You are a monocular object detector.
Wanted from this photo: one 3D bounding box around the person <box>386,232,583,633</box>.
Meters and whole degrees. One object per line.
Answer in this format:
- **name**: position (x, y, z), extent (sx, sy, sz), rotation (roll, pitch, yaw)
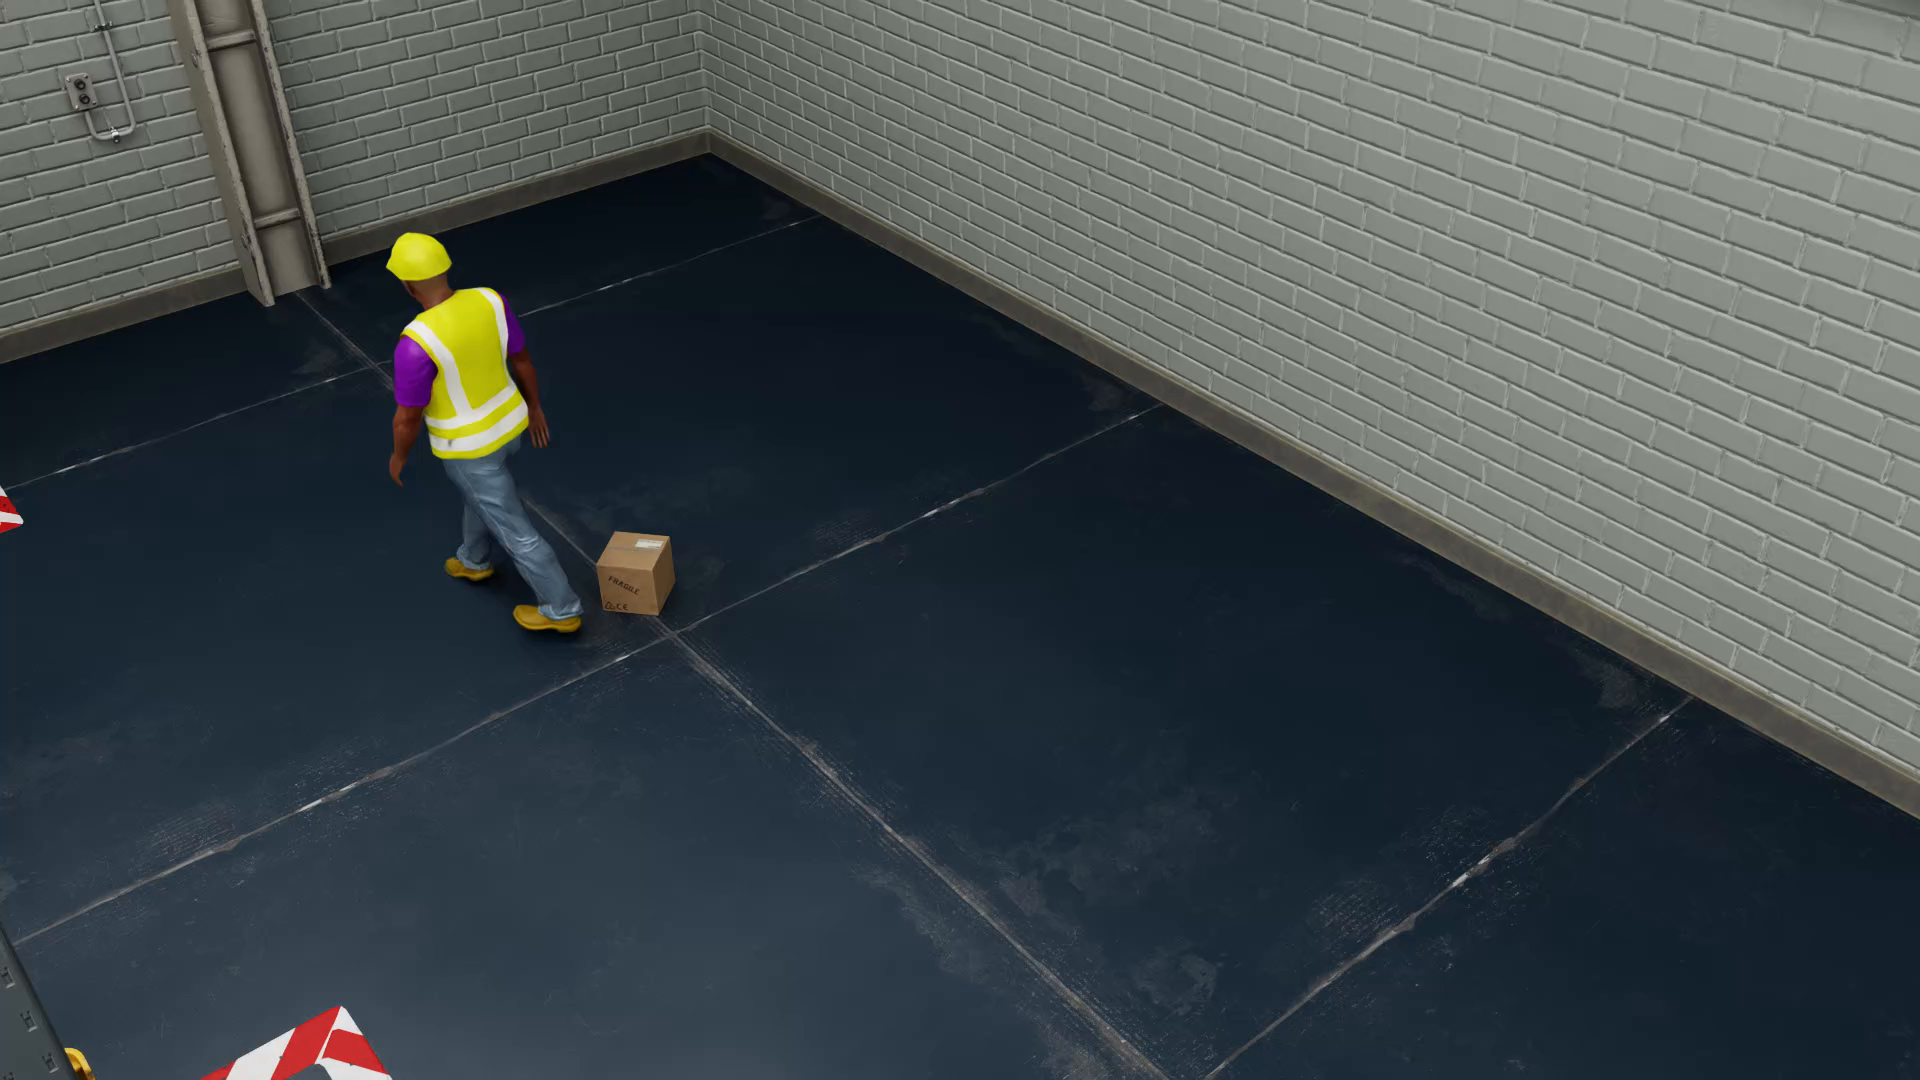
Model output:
- **person**: position (-1.973, -0.413, 6.717), extent (0.880, 1.776, 0.600), rotation (15, 38, 19)
